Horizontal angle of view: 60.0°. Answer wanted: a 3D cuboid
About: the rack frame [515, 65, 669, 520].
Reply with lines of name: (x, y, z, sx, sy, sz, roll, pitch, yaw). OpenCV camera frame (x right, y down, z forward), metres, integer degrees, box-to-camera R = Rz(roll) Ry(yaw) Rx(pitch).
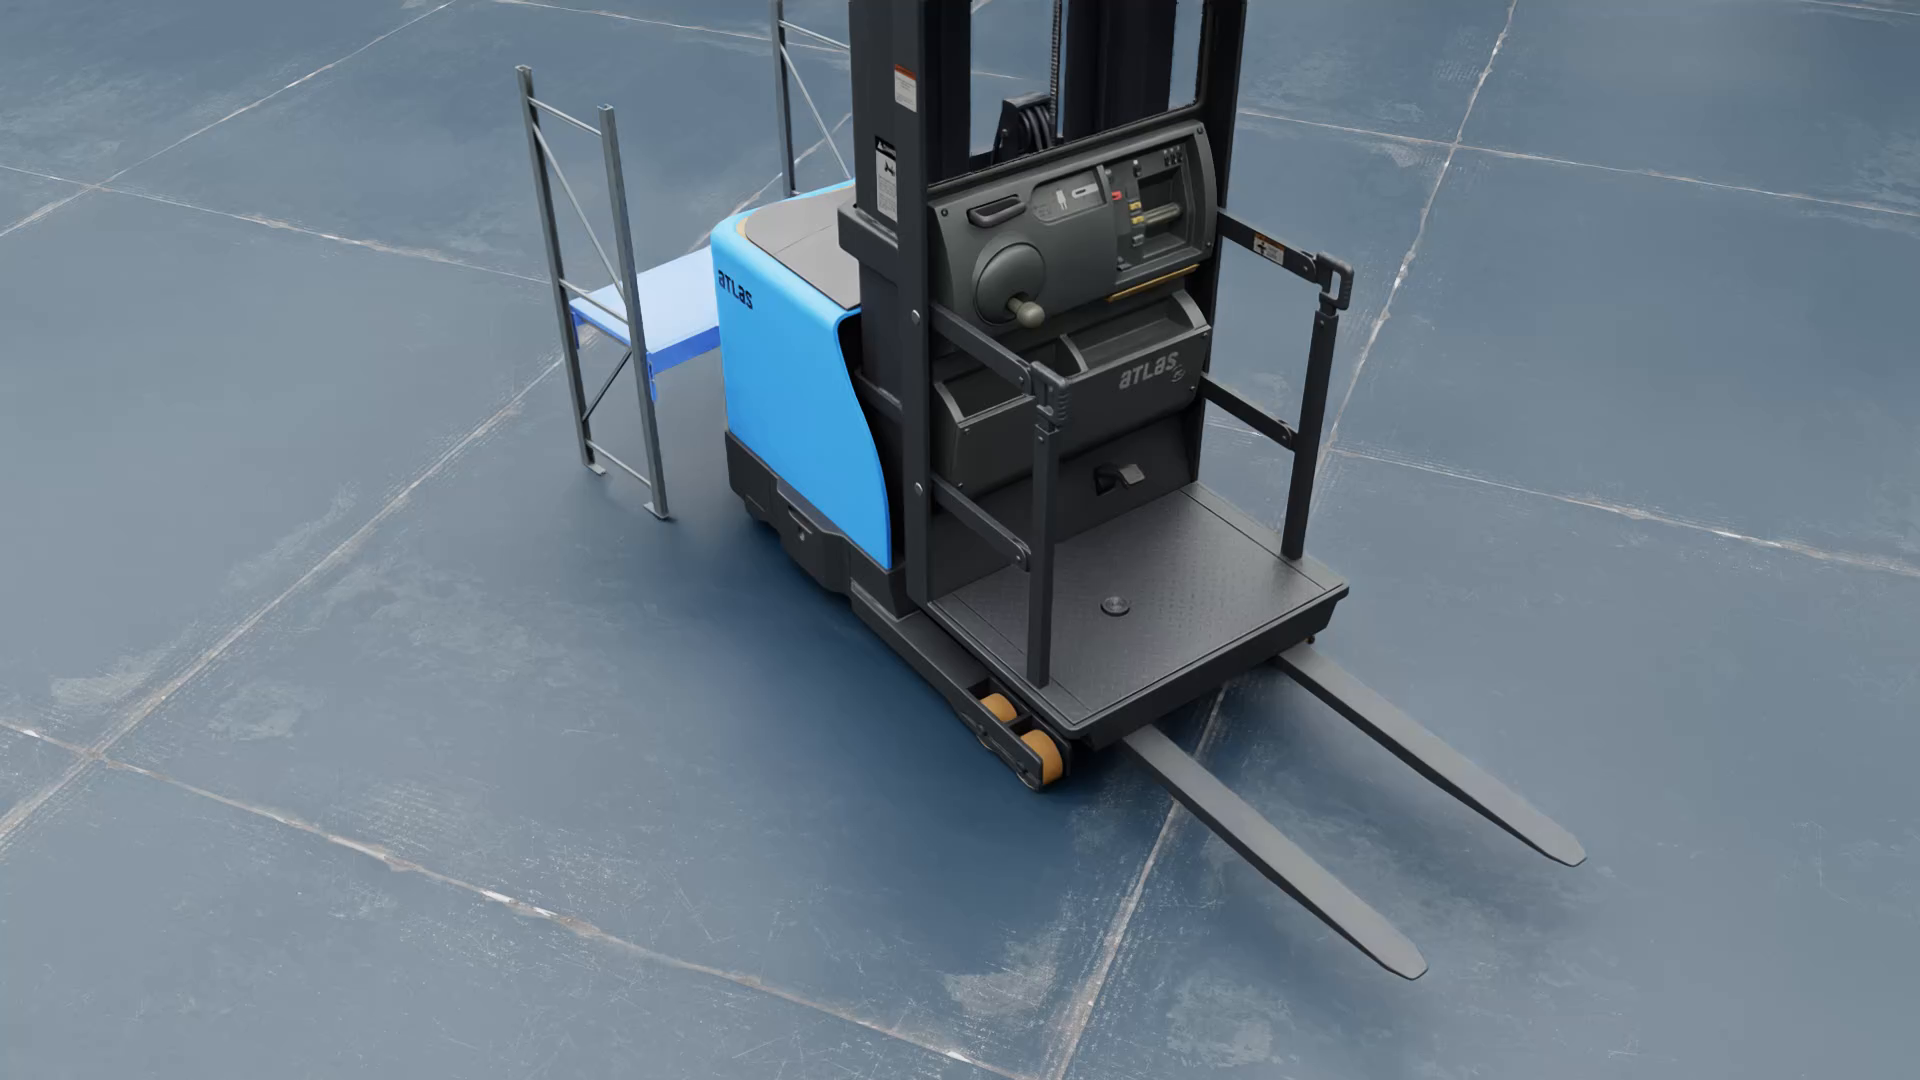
rack frame: (-1.213, -0.787, 5.546, 0.032, 1.500, 0.500, -30, 46, -34)

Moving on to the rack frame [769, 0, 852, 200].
rack frame: (-0.481, -1.209, 6.111, 0.032, 1.500, 0.500, -30, 46, -34)

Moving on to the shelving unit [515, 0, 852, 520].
shelving unit: (-0.847, -0.998, 5.828, 1.048, 1.500, 0.538, -30, 46, -34)

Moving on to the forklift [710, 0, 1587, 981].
forklift: (0.457, -0.793, 4.363, 1.130, 2.935, 3.031, -24, 43, -28)

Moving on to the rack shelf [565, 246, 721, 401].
rack shelf: (-0.846, -0.853, 5.935, 1.000, 0.185, 0.538, -30, 46, -34)
